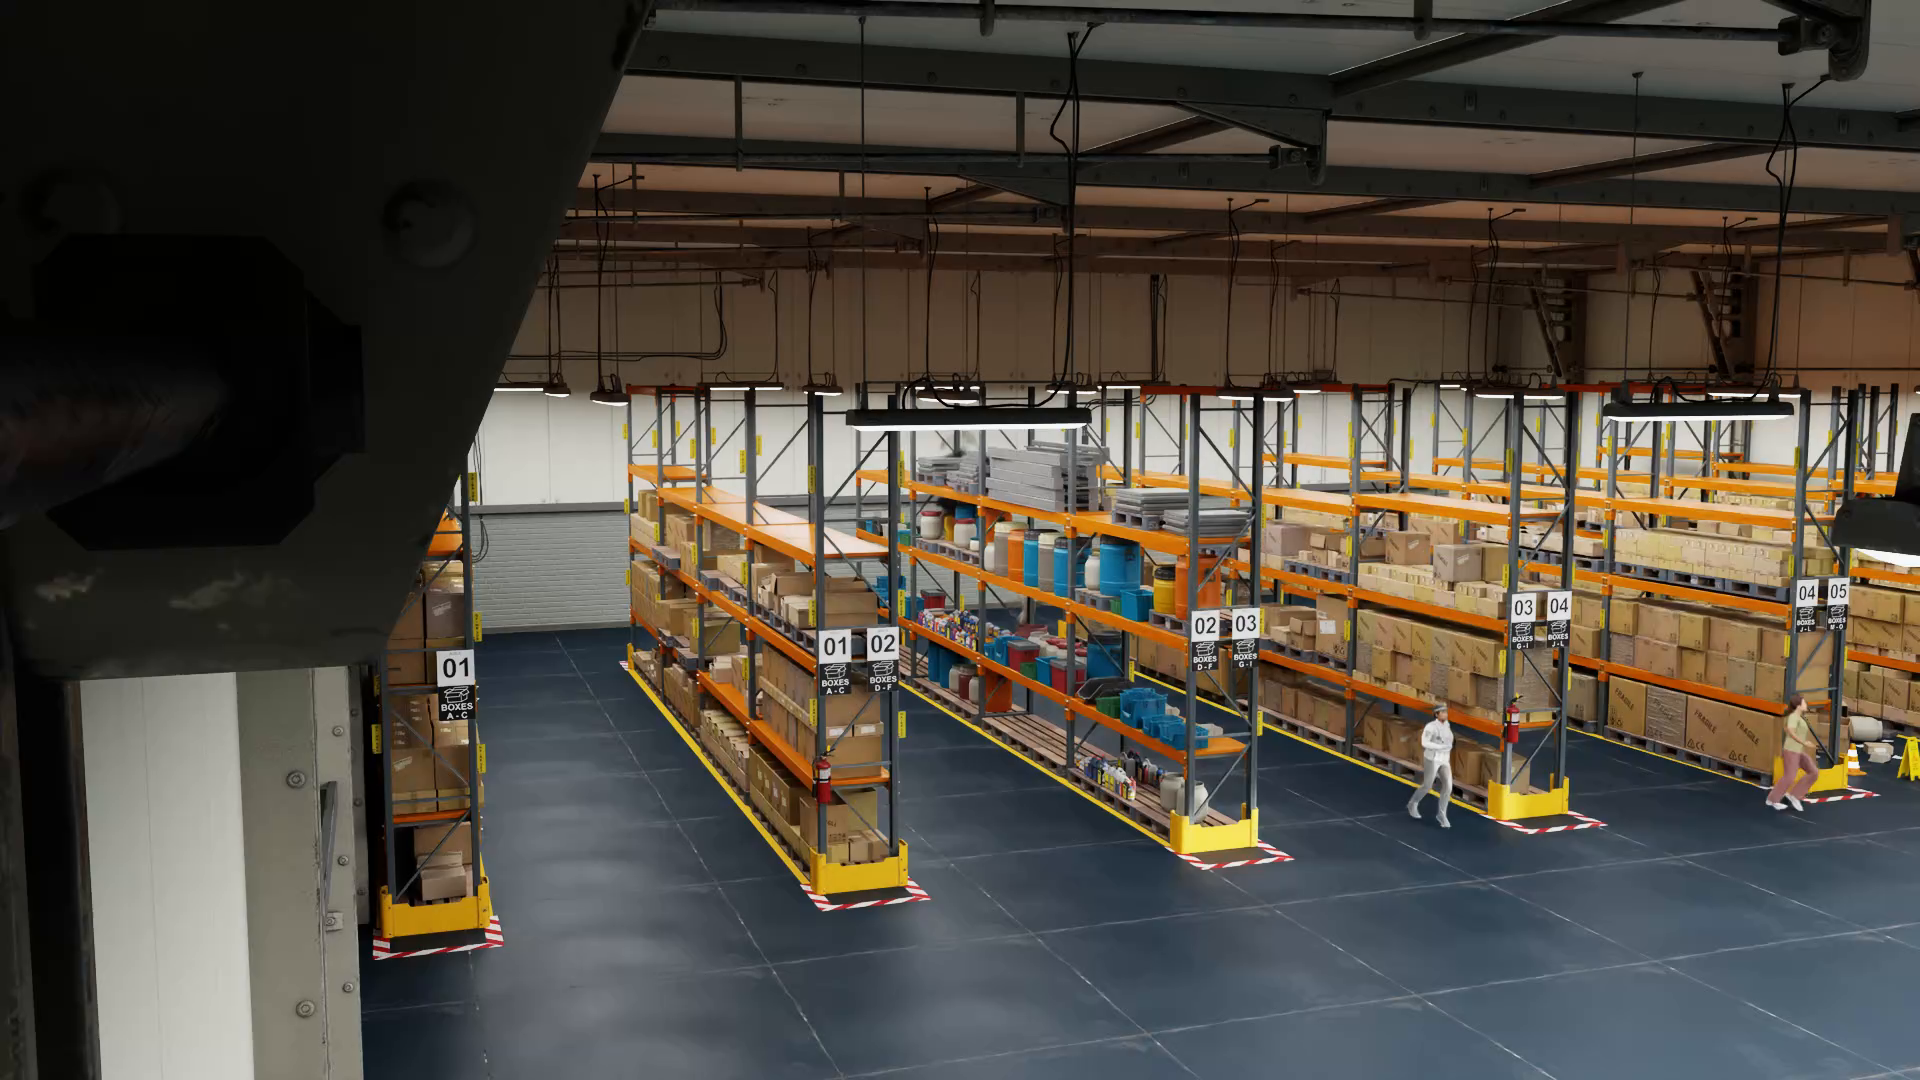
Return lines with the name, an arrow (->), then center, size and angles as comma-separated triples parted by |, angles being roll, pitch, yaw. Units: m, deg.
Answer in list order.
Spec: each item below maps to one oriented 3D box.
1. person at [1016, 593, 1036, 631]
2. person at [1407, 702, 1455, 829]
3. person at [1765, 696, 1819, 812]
person -> 1.626, 1.368, 39.924 | 0.553, 1.696, 0.716 | 0, 6, -4
person -> 6.614, 3.108, 23.192 | 0.627, 1.762, 0.726 | -4, 7, -32
person -> 11.989, 3.046, 23.880 | 0.647, 1.638, 0.622 | 4, 7, 36
